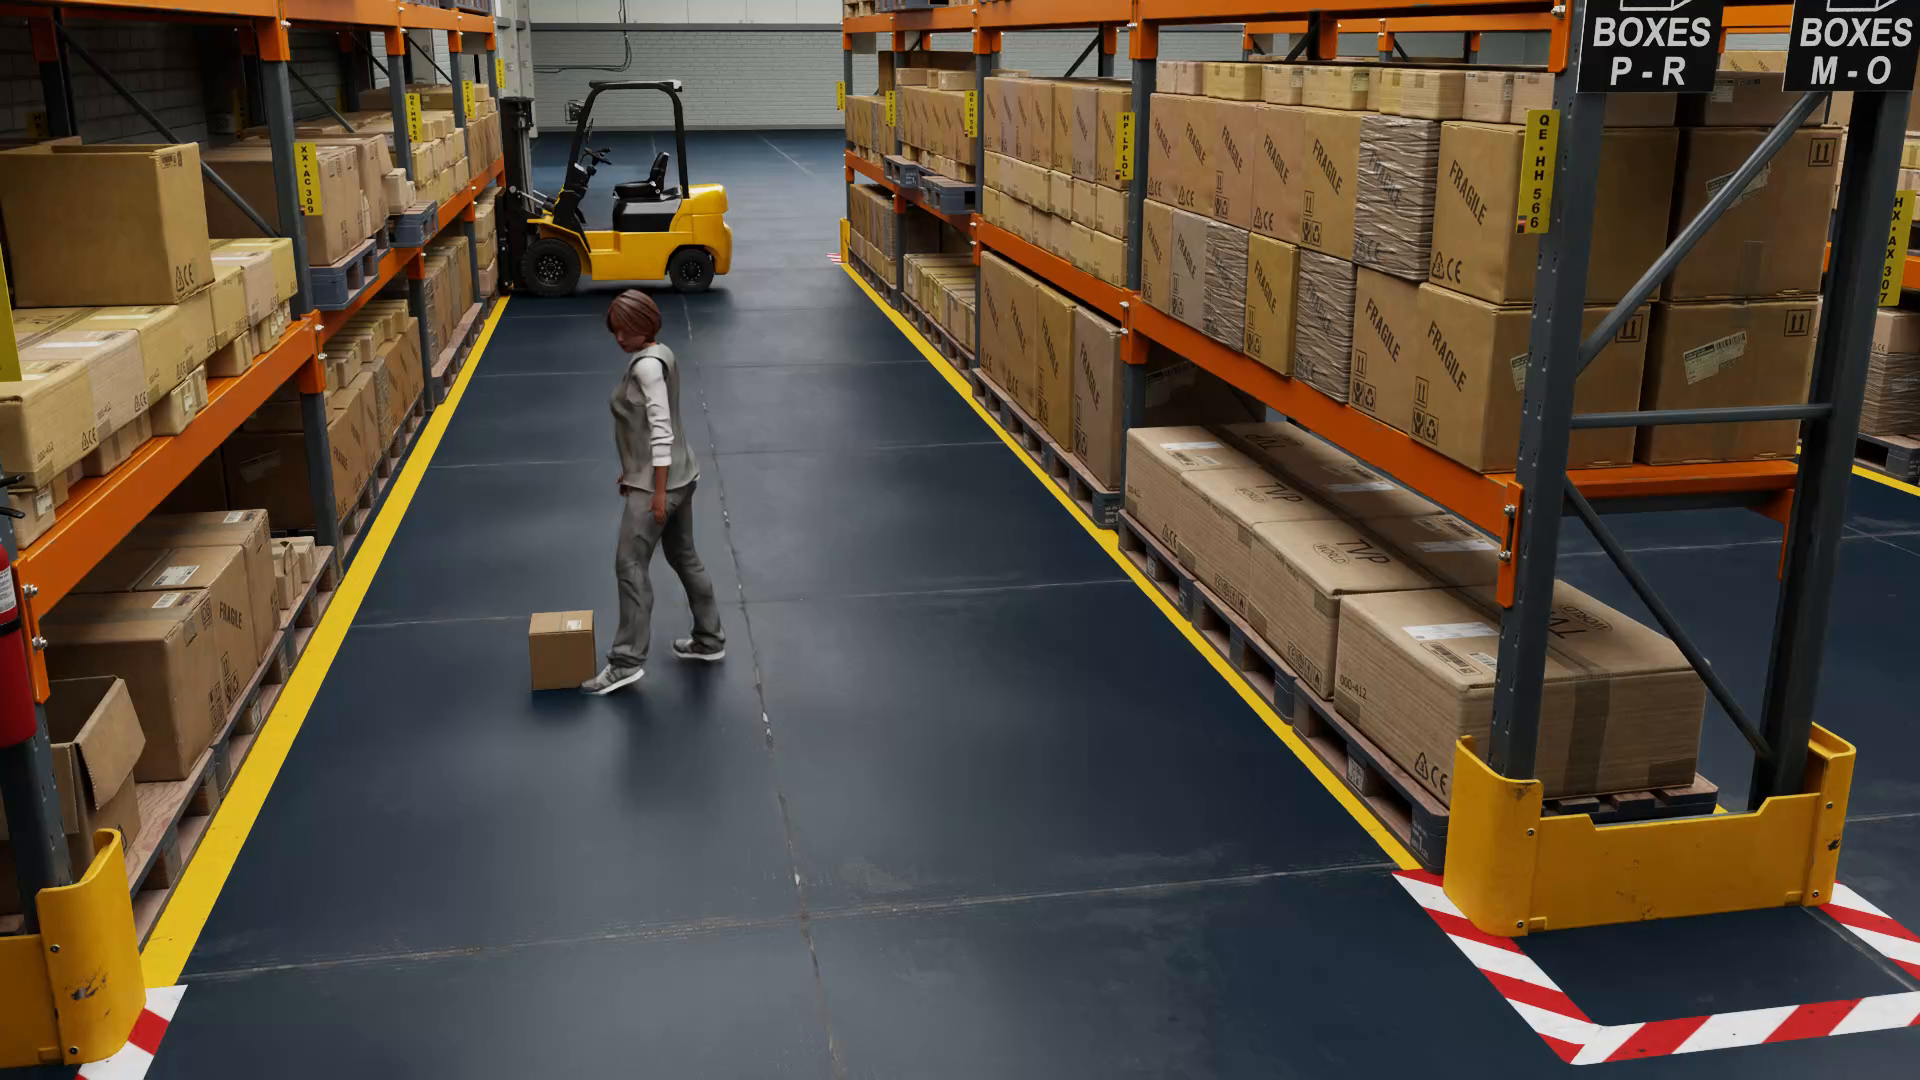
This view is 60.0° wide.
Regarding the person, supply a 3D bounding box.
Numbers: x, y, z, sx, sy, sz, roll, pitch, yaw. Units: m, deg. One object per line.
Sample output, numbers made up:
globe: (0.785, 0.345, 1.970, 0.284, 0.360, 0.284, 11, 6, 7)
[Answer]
person: (-1.261, -0.199, 6.736, 0.538, 1.606, 0.518, 1, 17, 4)
